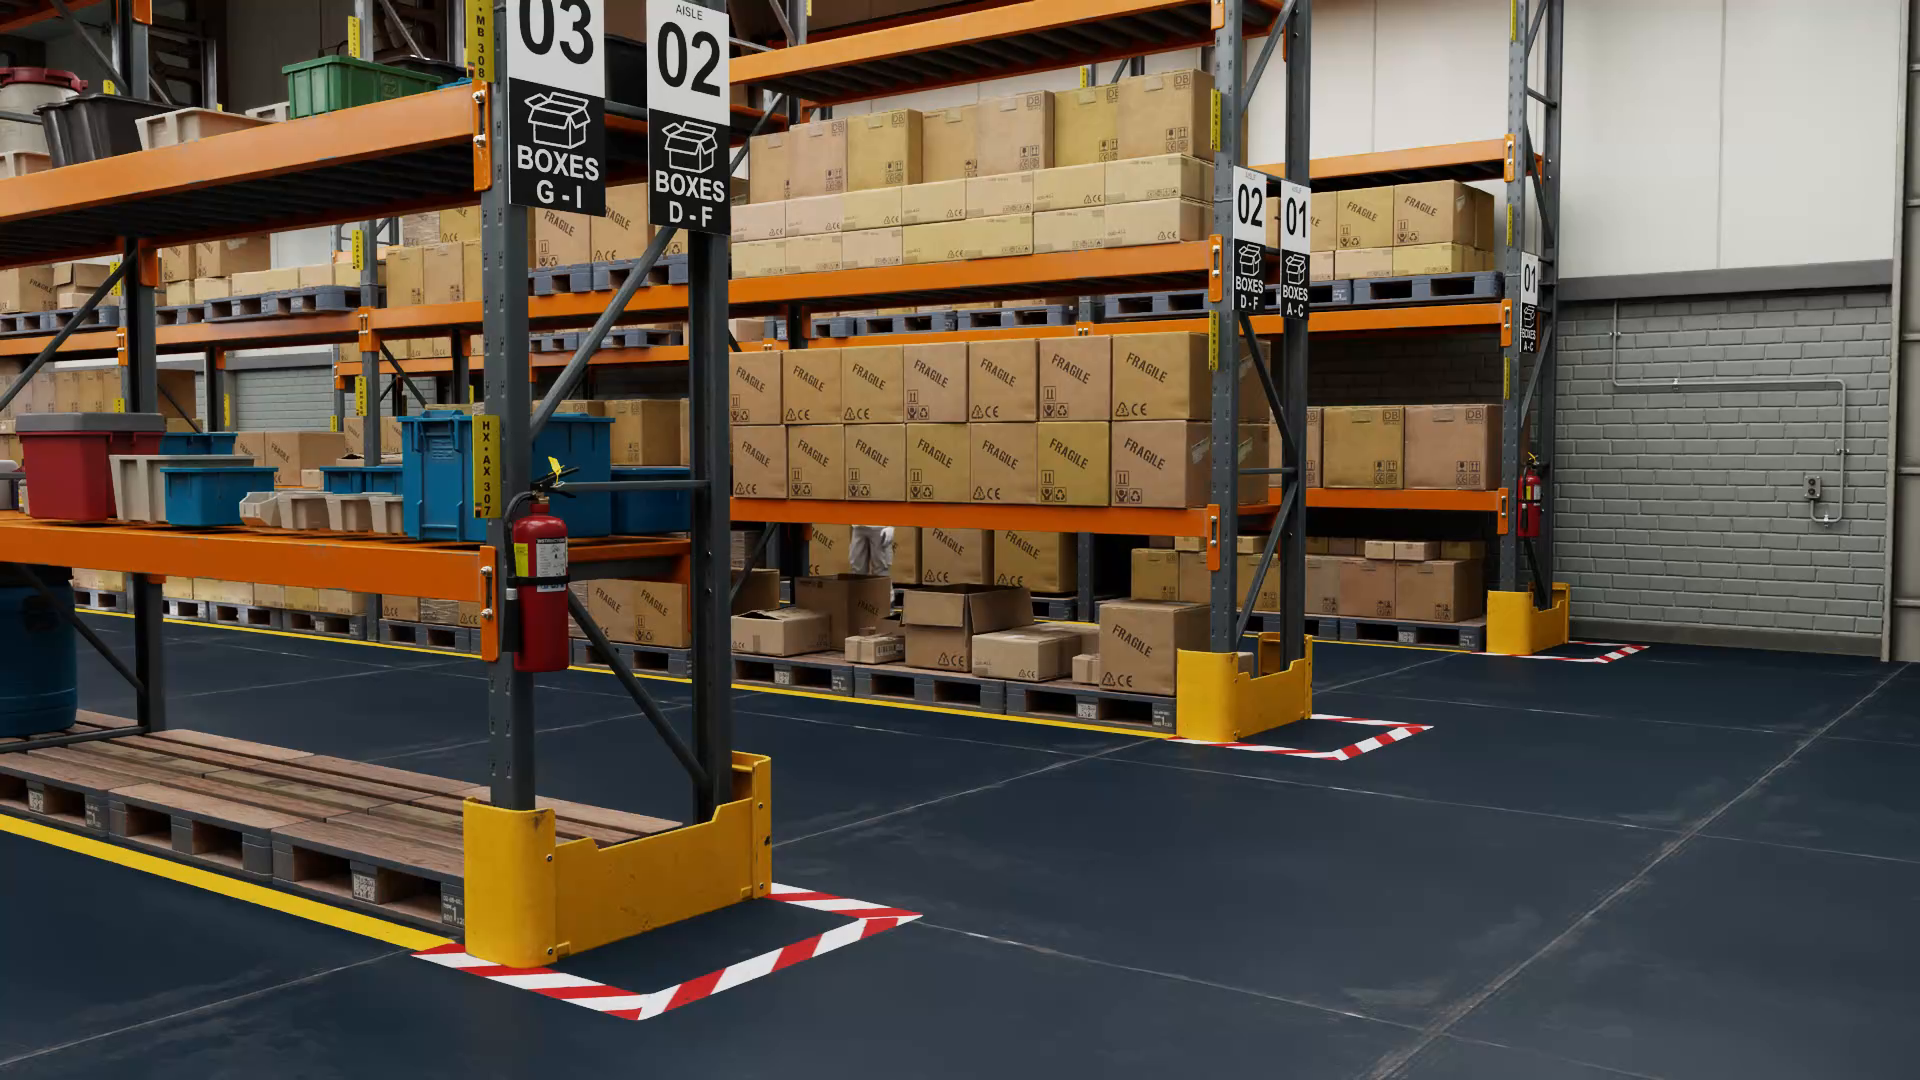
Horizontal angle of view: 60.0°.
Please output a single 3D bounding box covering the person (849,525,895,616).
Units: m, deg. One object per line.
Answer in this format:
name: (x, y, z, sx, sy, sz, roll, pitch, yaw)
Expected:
person: (-0.784, -0.075, 15.108, 0.529, 1.774, 0.364, 2, 4, 37)
